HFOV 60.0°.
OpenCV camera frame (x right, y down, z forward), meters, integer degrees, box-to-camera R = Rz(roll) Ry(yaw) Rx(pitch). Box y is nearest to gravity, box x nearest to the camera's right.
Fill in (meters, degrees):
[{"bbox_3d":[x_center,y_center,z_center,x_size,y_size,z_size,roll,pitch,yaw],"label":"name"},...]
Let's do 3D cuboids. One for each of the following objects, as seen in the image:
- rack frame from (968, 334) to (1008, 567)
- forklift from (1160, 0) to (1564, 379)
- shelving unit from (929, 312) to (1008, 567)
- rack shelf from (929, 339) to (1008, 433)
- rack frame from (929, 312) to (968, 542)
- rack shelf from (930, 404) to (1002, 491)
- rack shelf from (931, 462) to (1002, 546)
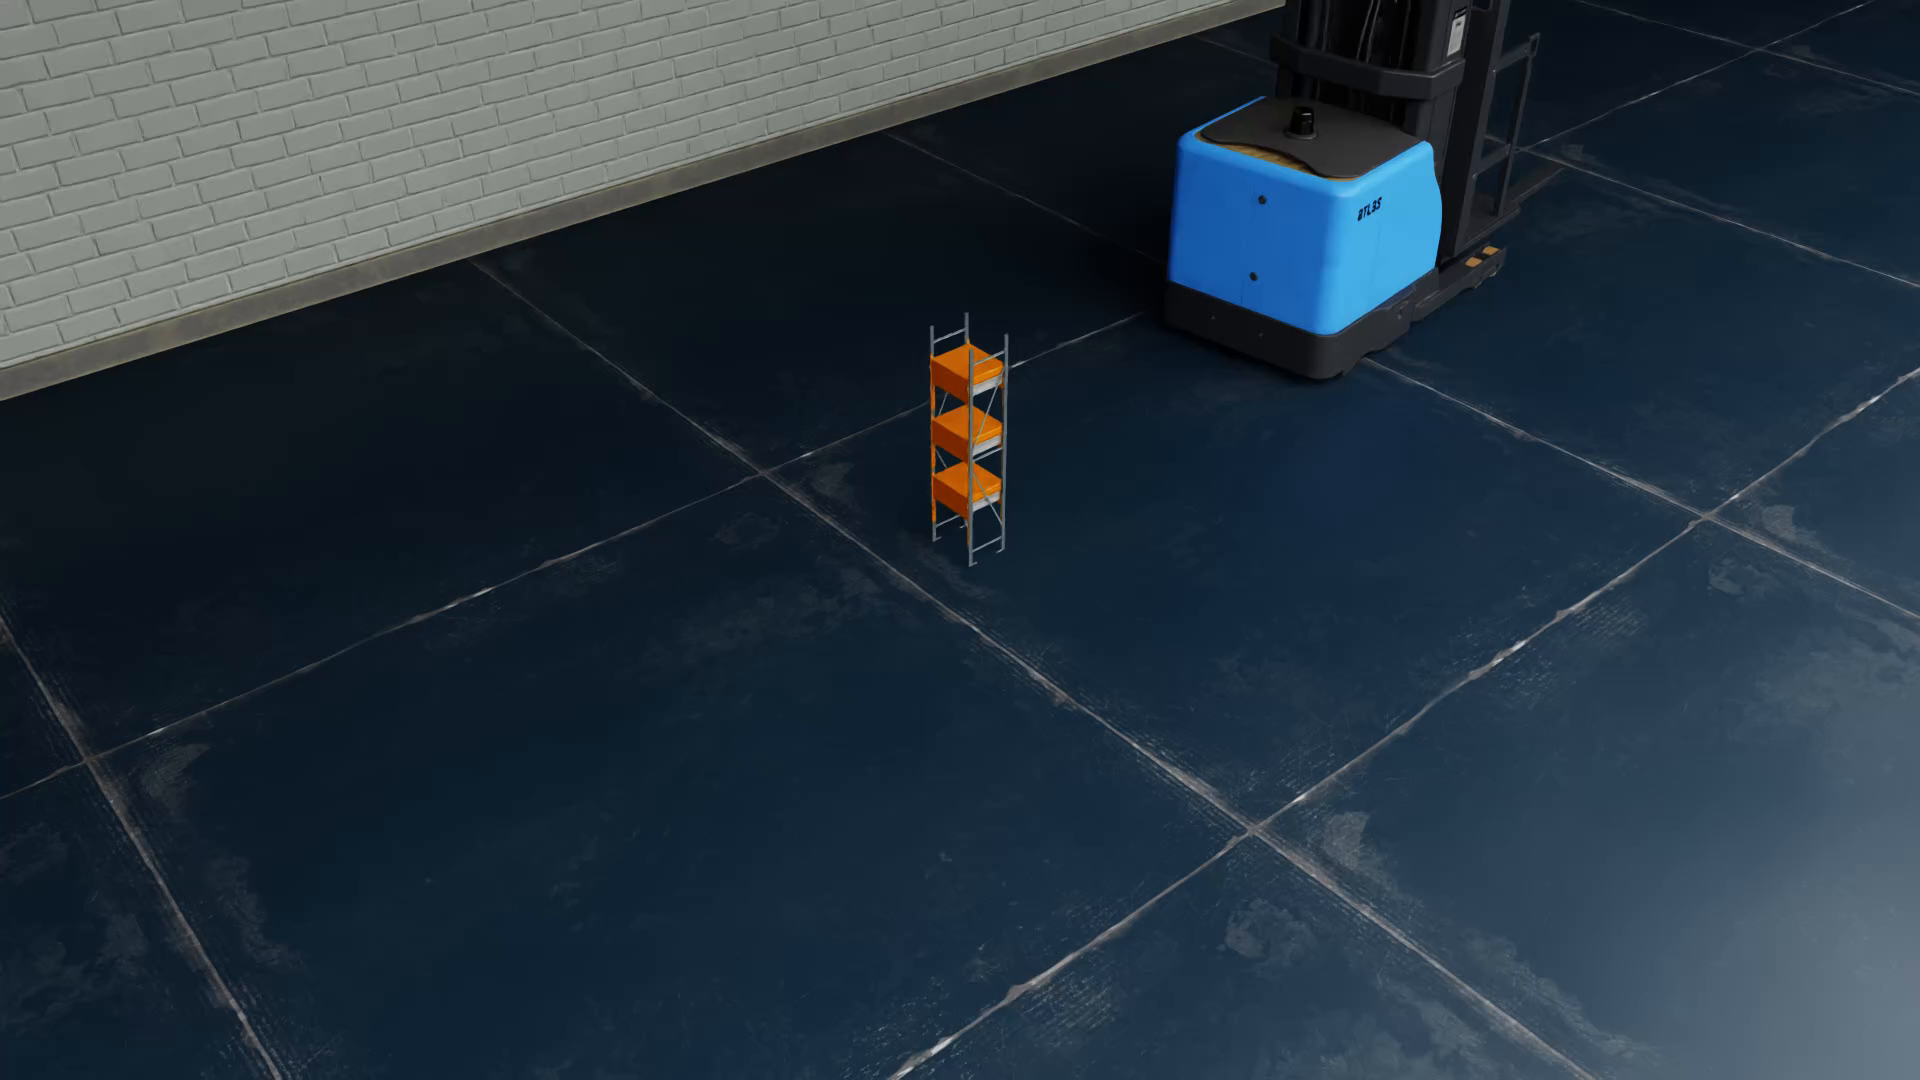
[{"bbox_3d":[0.113,-0.351,6.837,0.200,1.050,0.008,-26,43,-32],"label":"rack frame"},{"bbox_3d":[2.411,-2.765,8.618,1.130,2.935,3.031,27,43,33],"label":"forklift"},{"bbox_3d":[0.035,-0.405,6.913,0.215,1.050,0.252,-26,43,-32],"label":"shelving unit"},{"bbox_3d":[0.035,-0.628,6.755,0.215,0.259,0.240,-26,43,-32],"label":"rack shelf"},{"bbox_3d":[-0.044,-0.459,6.989,0.200,1.050,0.008,-26,43,-32],"label":"rack frame"},{"bbox_3d":[0.035,-0.396,6.919,0.215,0.259,0.240,-26,43,-32],"label":"rack shelf"},{"bbox_3d":[0.035,-0.169,7.080,0.215,0.259,0.240,-26,43,-32],"label":"rack shelf"}]
